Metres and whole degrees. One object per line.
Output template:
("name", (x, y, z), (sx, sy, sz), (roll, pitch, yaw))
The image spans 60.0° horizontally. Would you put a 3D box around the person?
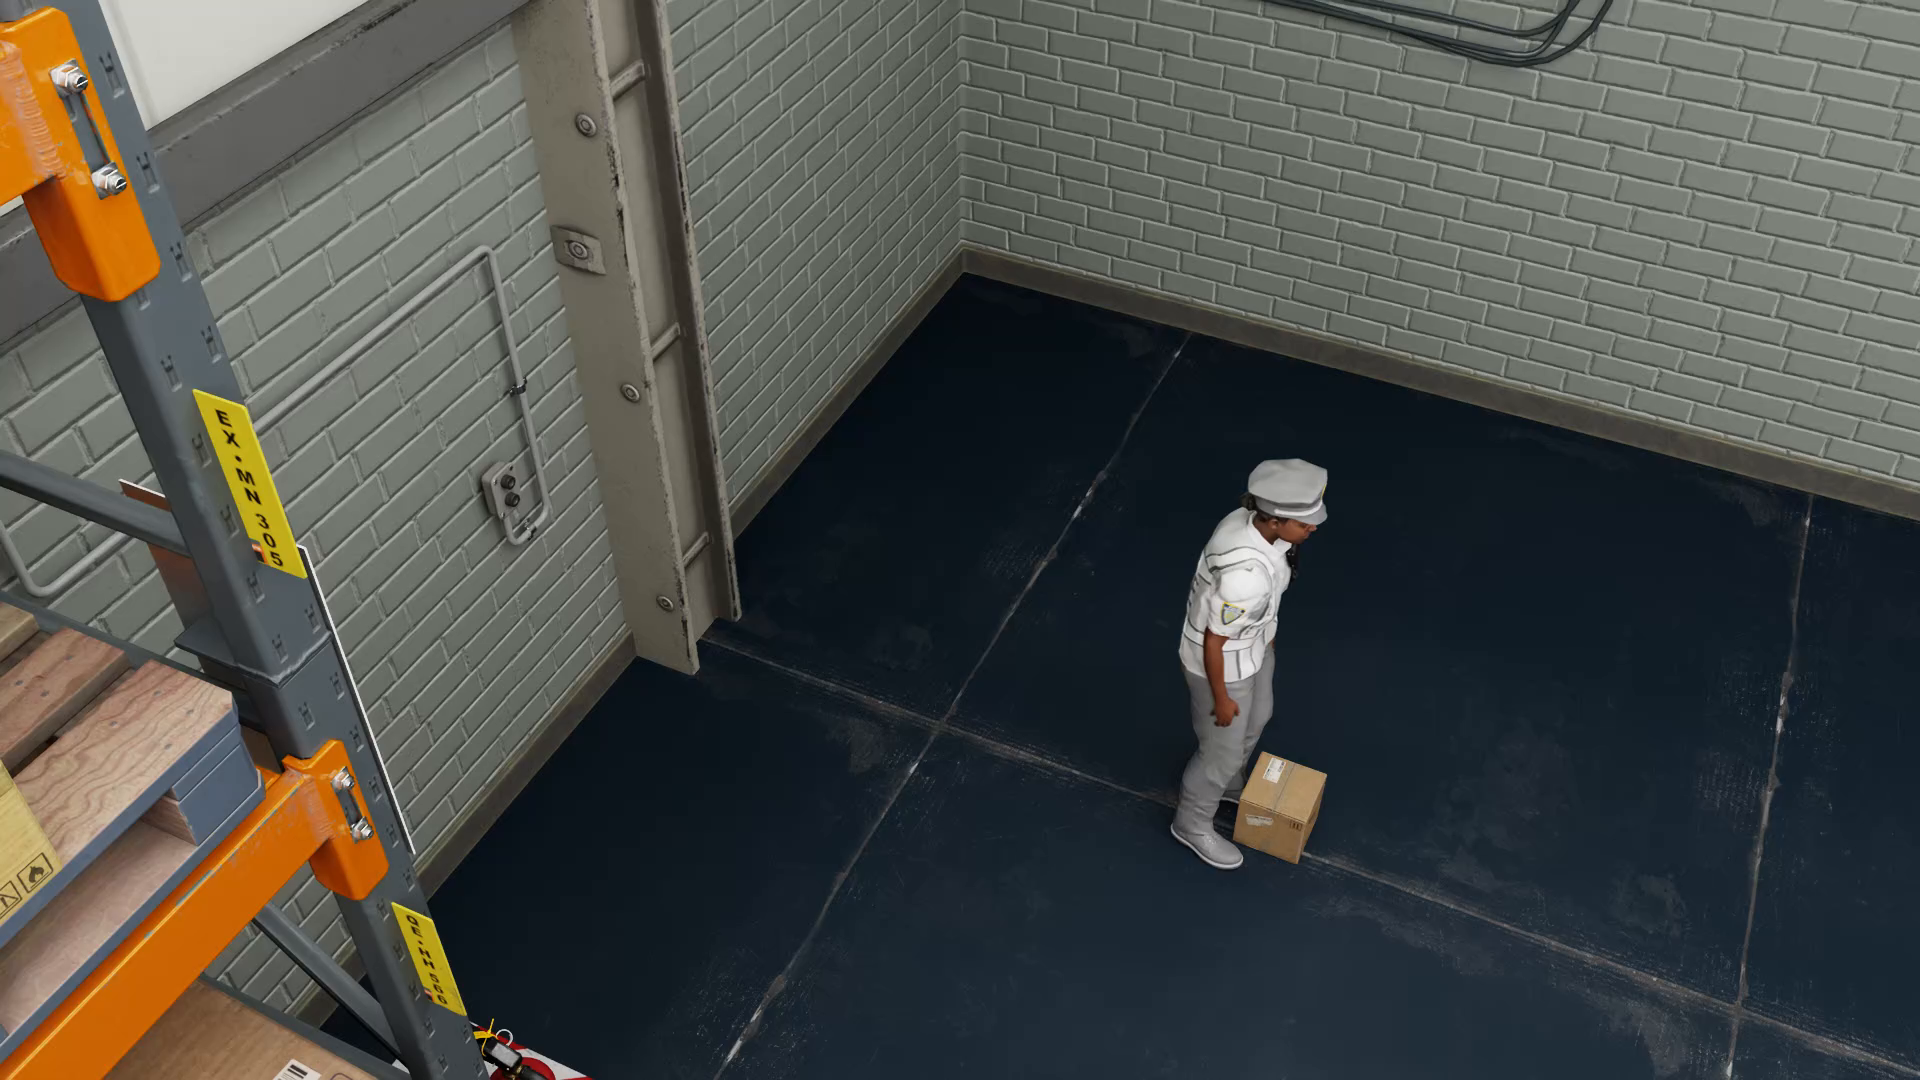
("person", (0.966, 0.411, 5.709), (0.419, 1.658, 0.504), (18, 45, 18))
